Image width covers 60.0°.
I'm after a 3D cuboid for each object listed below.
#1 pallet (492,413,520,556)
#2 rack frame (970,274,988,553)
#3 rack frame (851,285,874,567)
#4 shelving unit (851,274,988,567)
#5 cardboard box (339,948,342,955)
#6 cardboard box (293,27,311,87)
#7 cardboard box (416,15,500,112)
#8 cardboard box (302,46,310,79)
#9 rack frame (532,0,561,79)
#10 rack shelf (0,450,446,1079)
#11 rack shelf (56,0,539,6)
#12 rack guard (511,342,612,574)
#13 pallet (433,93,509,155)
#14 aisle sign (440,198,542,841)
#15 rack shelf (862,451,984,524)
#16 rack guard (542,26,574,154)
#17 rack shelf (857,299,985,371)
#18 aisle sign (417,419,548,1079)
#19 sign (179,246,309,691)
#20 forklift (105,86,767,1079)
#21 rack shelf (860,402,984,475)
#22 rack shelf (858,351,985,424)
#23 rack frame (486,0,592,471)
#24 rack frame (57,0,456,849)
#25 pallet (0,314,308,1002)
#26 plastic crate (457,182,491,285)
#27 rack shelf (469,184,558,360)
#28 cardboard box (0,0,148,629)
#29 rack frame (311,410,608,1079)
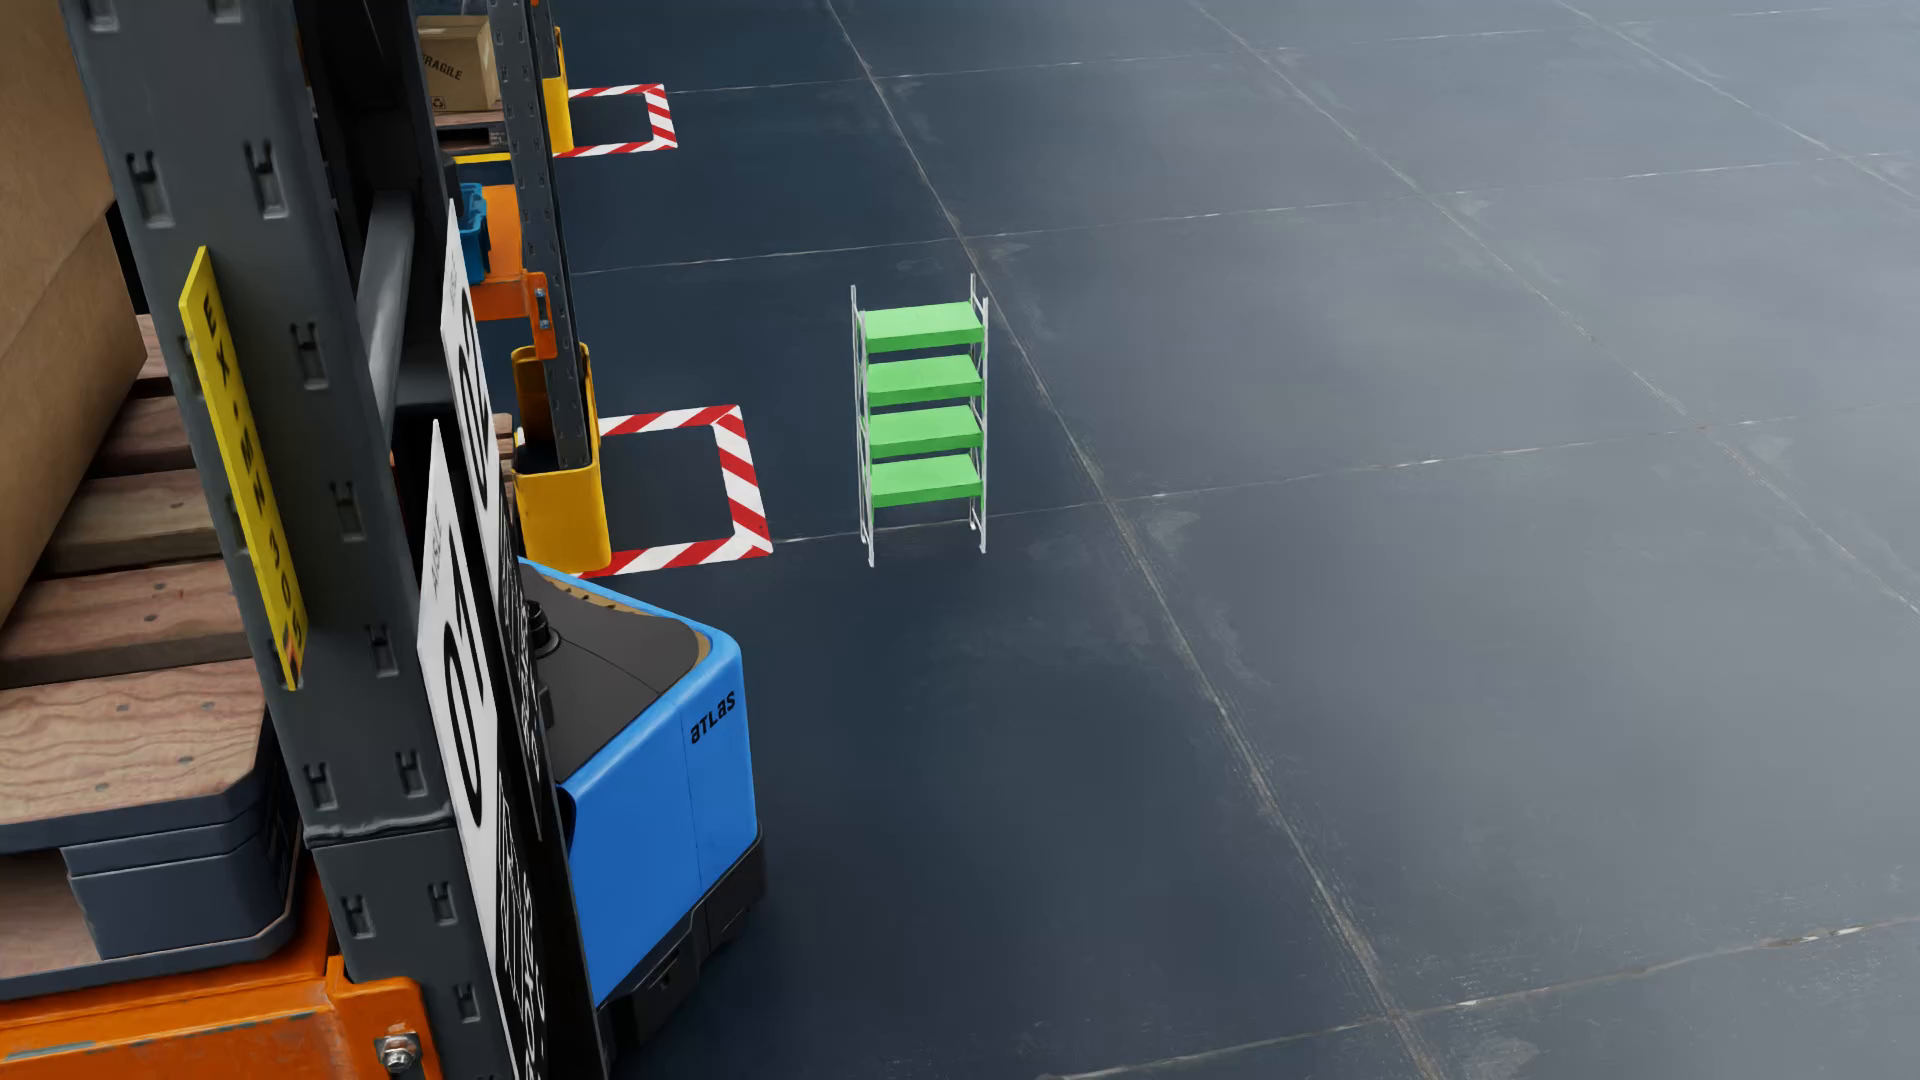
[{"bbox_3d":[-2.569,-0.165,7.306,1.213,0.211,1.003,-7,35,-11],"label":"pallet"},{"bbox_3d":[0.077,-0.508,6.930,0.015,1.200,0.240,-7,35,-11],"label":"rack frame"},{"bbox_3d":[-0.399,-0.448,6.841,0.015,1.200,0.240,-7,35,-11],"label":"rack frame"},{"bbox_3d":[-0.161,-0.478,6.885,0.503,1.200,0.258,-7,35,-11],"label":"shelving unit"},{"bbox_3d":[-1.132,0.715,2.239,0.500,0.500,0.700,-7,35,-10],"label":"cardboard box"},{"bbox_3d":[-4.607,-3.056,10.979,0.500,0.500,0.500,-4,34,-6],"label":"cardboard box"},{"bbox_3d":[-3.417,-3.215,11.216,0.500,0.500,0.500,-1,34,-2],"label":"cardboard box"},{"bbox_3d":[-3.992,-3.123,11.079,0.500,0.500,0.500,1,34,2],"label":"cardboard box"},{"bbox_3d":[-2.804,-4.146,10.737,0.127,3.000,1.000,-7,35,-11],"label":"rack frame"},{"bbox_3d":[-2.573,0.537,1.711,4.000,0.370,1.077,-7,35,-11],"label":"rack shelf"},{"bbox_3d":[-4.755,-3.602,10.571,4.000,0.370,1.077,-7,35,-11],"label":"rack shelf"},{"bbox_3d":[-1.775,-0.382,7.370,0.348,0.500,1.175,-7,35,-11],"label":"rack guard"},{"bbox_3d":[-3.679,-2.899,11.380,1.213,0.211,1.003,-7,35,-11],"label":"pallet"},{"bbox_3d":[-0.626,-0.016,2.249,0.004,0.787,0.394,-7,35,-11],"label":"aisle sign"},{"bbox_3d":[-0.161,-0.226,7.055,0.480,0.148,0.258,-7,35,-11],"label":"rack shelf"},{"bbox_3d":[-2.878,-3.099,11.420,0.348,0.500,1.175,-7,35,-11],"label":"rack guard"},{"bbox_3d":[-0.161,-0.823,6.654,0.480,0.148,0.258,-7,35,-11],"label":"rack shelf"},{"bbox_3d":[-0.494,0.310,1.763,0.004,0.787,0.394,-7,35,-11],"label":"aisle sign"},{"bbox_3d":[-0.516,-0.046,1.211,0.005,0.325,0.100,-7,35,-11],"label":"sign"},{"bbox_3d":[-1.797,0.541,3.814,1.130,2.935,3.031,18,38,24],"label":"forklift"},{"bbox_3d":[-0.161,-0.425,6.921,0.480,0.148,0.258,-7,35,-11],"label":"rack shelf"},{"bbox_3d":[-0.161,-0.624,6.787,0.480,0.148,0.258,-7,35,-11],"label":"rack shelf"},{"bbox_3d":[-1.712,-1.455,6.726,0.127,3.000,1.000,-7,35,-11],"label":"rack frame"},{"bbox_3d":[-0.622,-1.253,1.042,0.127,3.000,1.000,-7,35,-11],"label":"rack frame"},{"bbox_3d":[-1.318,0.102,1.793,1.213,0.211,1.003,-7,35,-11],"label":"pallet"},{"bbox_3d":[-2.134,-1.169,6.433,0.616,0.251,0.499,-7,35,-11],"label":"plastic crate"},{"bbox_3d":[-3.662,-0.910,6.560,4.000,0.370,1.077,-7,35,-11],"label":"rack shelf"},{"bbox_3d":[-1.184,-0.215,1.591,0.637,0.503,0.797,-5,34,-7],"label":"cardboard box"},{"bbox_3d":[-0.622,1.238,2.713,0.127,3.000,1.000,-7,35,-11],"label":"rack frame"}]
